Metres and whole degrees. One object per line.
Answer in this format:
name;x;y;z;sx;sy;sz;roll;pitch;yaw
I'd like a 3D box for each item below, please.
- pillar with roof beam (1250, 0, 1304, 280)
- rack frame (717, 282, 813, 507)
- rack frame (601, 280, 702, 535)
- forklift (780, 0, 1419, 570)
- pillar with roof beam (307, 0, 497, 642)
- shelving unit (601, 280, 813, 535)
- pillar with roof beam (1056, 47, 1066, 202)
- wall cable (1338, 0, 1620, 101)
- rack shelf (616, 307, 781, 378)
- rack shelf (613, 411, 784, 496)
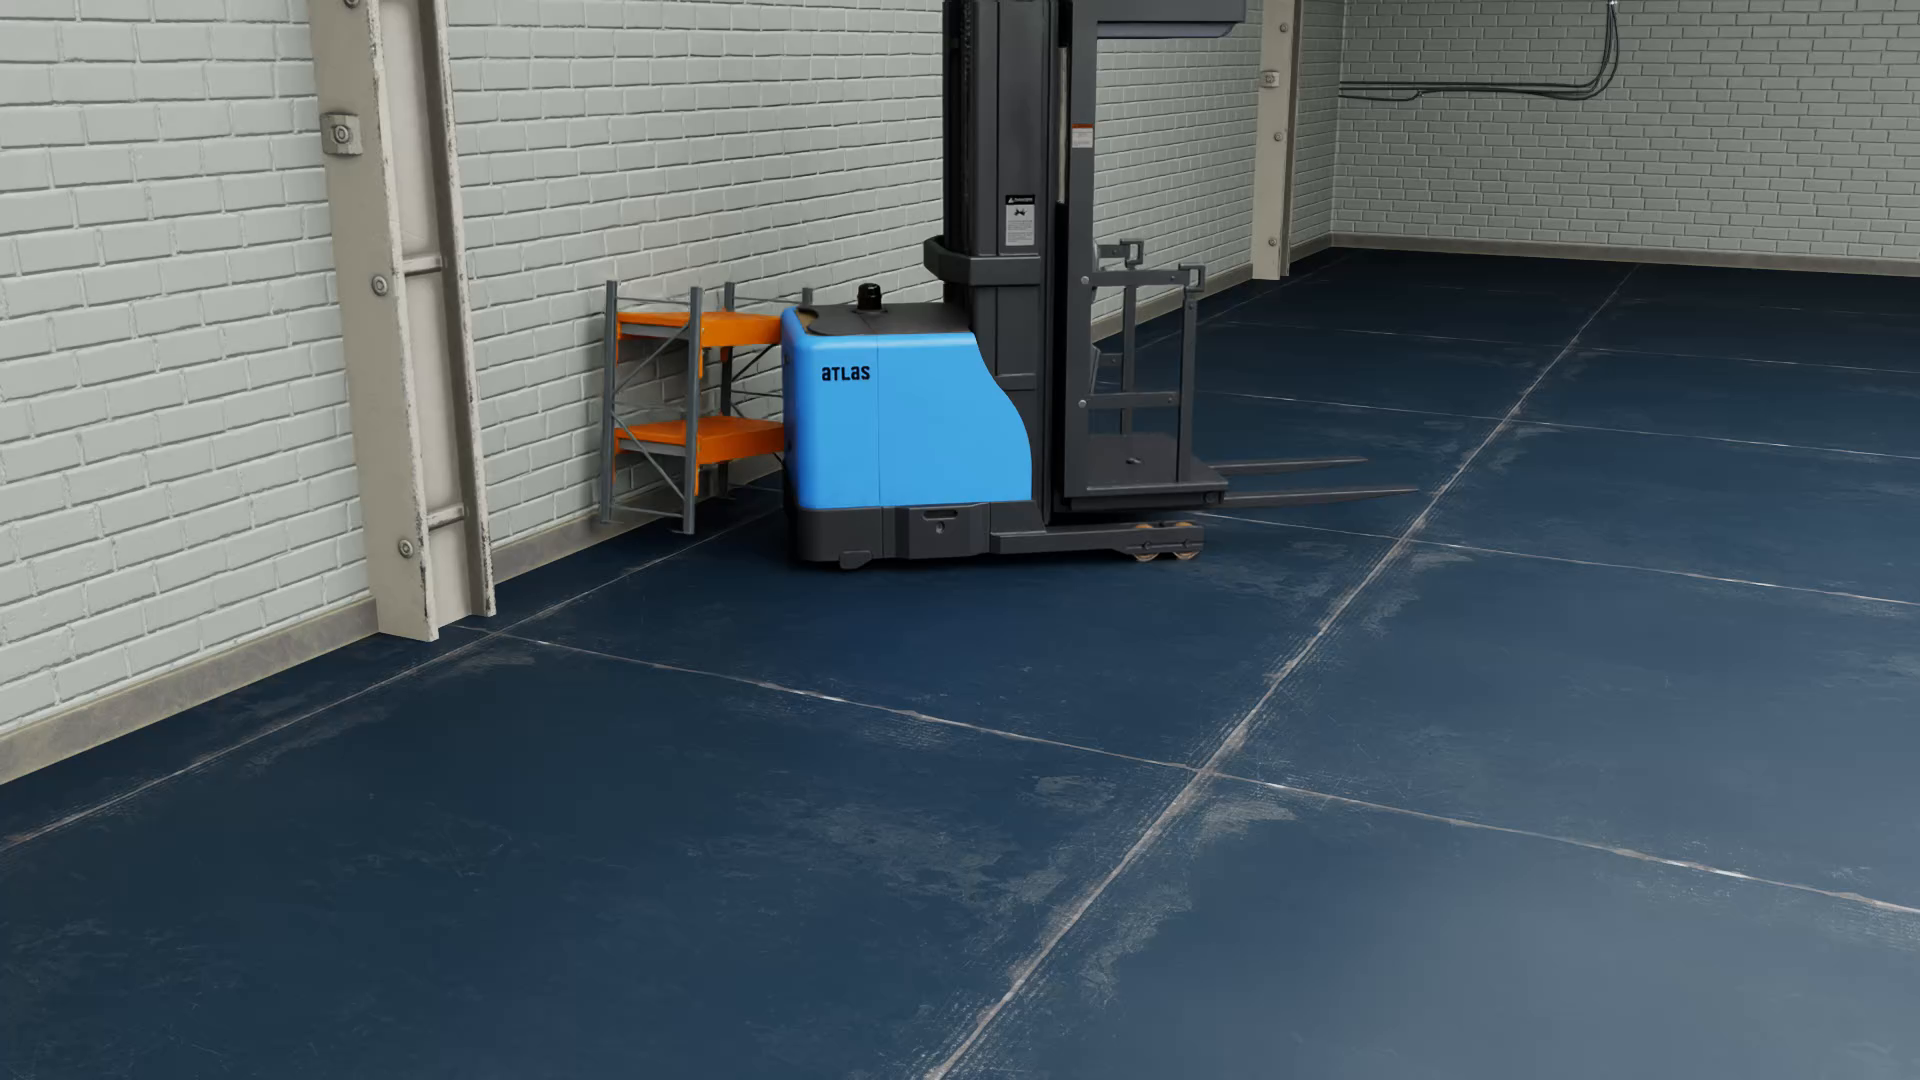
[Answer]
pillar with roof beam;7.044;-6.485;14.052;9.100;9.000;0.400;8;18;25
rack frame;-1.008;-0.745;8.554;0.500;1.125;0.032;8;11;23
rack frame;-1.422;-0.610;7.636;0.500;1.125;0.032;8;11;23
forklift;0.682;-1.455;7.774;3.031;2.935;1.130;-3;17;-10
pillar with roof beam;1.682;-3.428;3.761;9.100;9.000;0.400;8;18;25
shelving unit;-1.215;-0.677;8.095;0.538;1.125;1.048;8;11;23
pillar with roof beam;4.363;-4.956;8.906;9.100;9.000;0.400;8;18;25
wall cable;5.692;-6.126;18.298;3.097;2.526;0.112;8;18;25
rack shelf;-1.198;-0.965;8.045;0.538;0.278;1.000;8;11;23
rack shelf;-1.229;-0.437;8.137;0.538;0.278;1.000;8;11;23
